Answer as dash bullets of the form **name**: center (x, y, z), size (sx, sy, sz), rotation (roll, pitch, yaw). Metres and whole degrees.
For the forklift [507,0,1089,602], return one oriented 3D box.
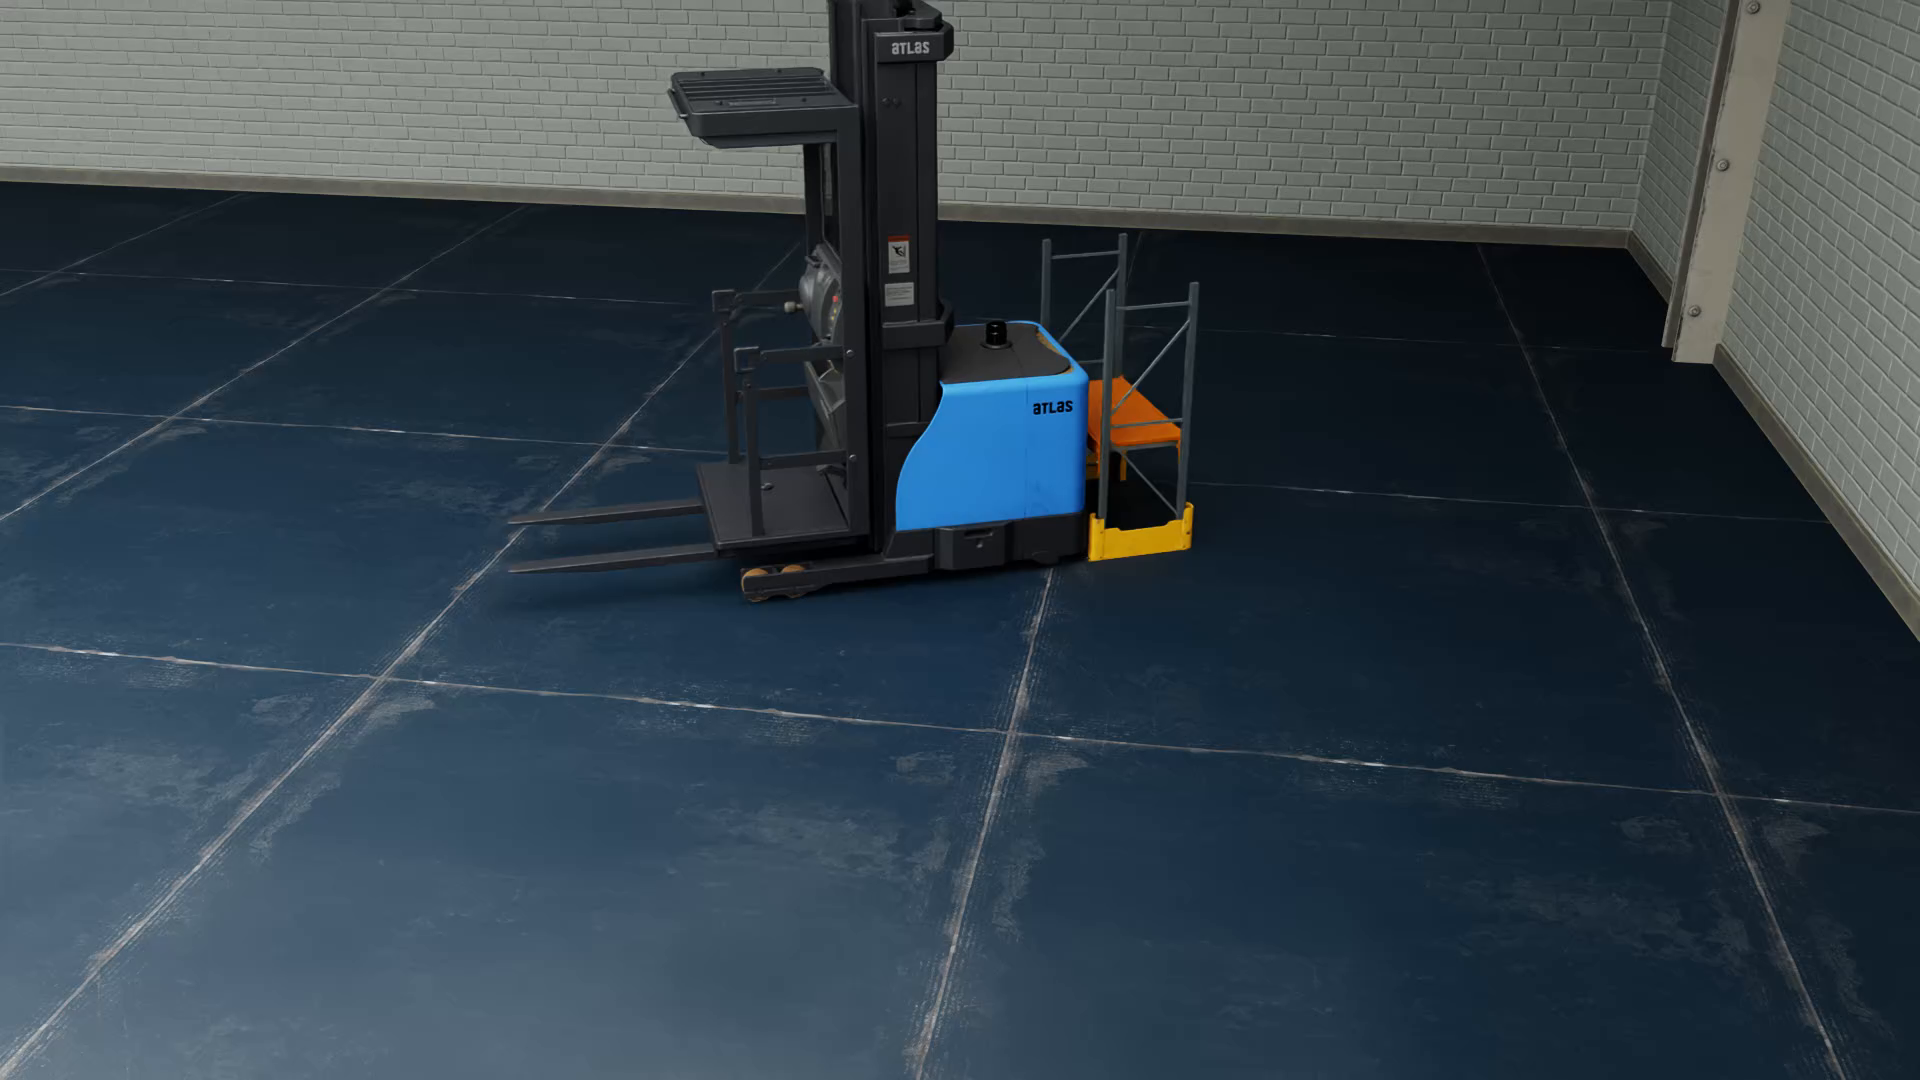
- **forklift**: center (-0.891, -1.257, 8.477), size (3.031, 2.935, 1.130), rotation (-6, 26, -12)

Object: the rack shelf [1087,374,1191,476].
- **rack shelf**: center (0.845, -0.657, 9.309), size (0.538, 0.185, 1.000), rotation (-7, 26, -14)

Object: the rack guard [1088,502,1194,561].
- **rack guard**: center (0.984, -0.047, 9.056), size (0.587, 0.250, 0.087), rotation (-7, 26, -14)

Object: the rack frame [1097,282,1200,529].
- **rack frame**: center (0.984, -0.613, 8.790), size (0.500, 1.500, 0.032), rotation (-7, 26, -14)

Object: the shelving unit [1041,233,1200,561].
- **shelving unit**: center (0.848, -0.816, 9.225), size (0.587, 1.500, 1.083), rotation (-7, 26, -14)

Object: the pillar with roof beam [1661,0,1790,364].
- **pillar with roof beam**: center (1.081, -5.733, 10.883), size (9.100, 9.000, 0.400), rotation (4, 25, 9)

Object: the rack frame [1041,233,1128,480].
- **rack frame**: center (0.706, -1.027, 9.676), size (0.500, 1.500, 0.032), rotation (-7, 26, -14)

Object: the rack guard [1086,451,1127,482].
- **rack guard**: center (0.711, -0.453, 9.924), size (0.587, 0.250, 0.087), rotation (-7, 26, -14)
